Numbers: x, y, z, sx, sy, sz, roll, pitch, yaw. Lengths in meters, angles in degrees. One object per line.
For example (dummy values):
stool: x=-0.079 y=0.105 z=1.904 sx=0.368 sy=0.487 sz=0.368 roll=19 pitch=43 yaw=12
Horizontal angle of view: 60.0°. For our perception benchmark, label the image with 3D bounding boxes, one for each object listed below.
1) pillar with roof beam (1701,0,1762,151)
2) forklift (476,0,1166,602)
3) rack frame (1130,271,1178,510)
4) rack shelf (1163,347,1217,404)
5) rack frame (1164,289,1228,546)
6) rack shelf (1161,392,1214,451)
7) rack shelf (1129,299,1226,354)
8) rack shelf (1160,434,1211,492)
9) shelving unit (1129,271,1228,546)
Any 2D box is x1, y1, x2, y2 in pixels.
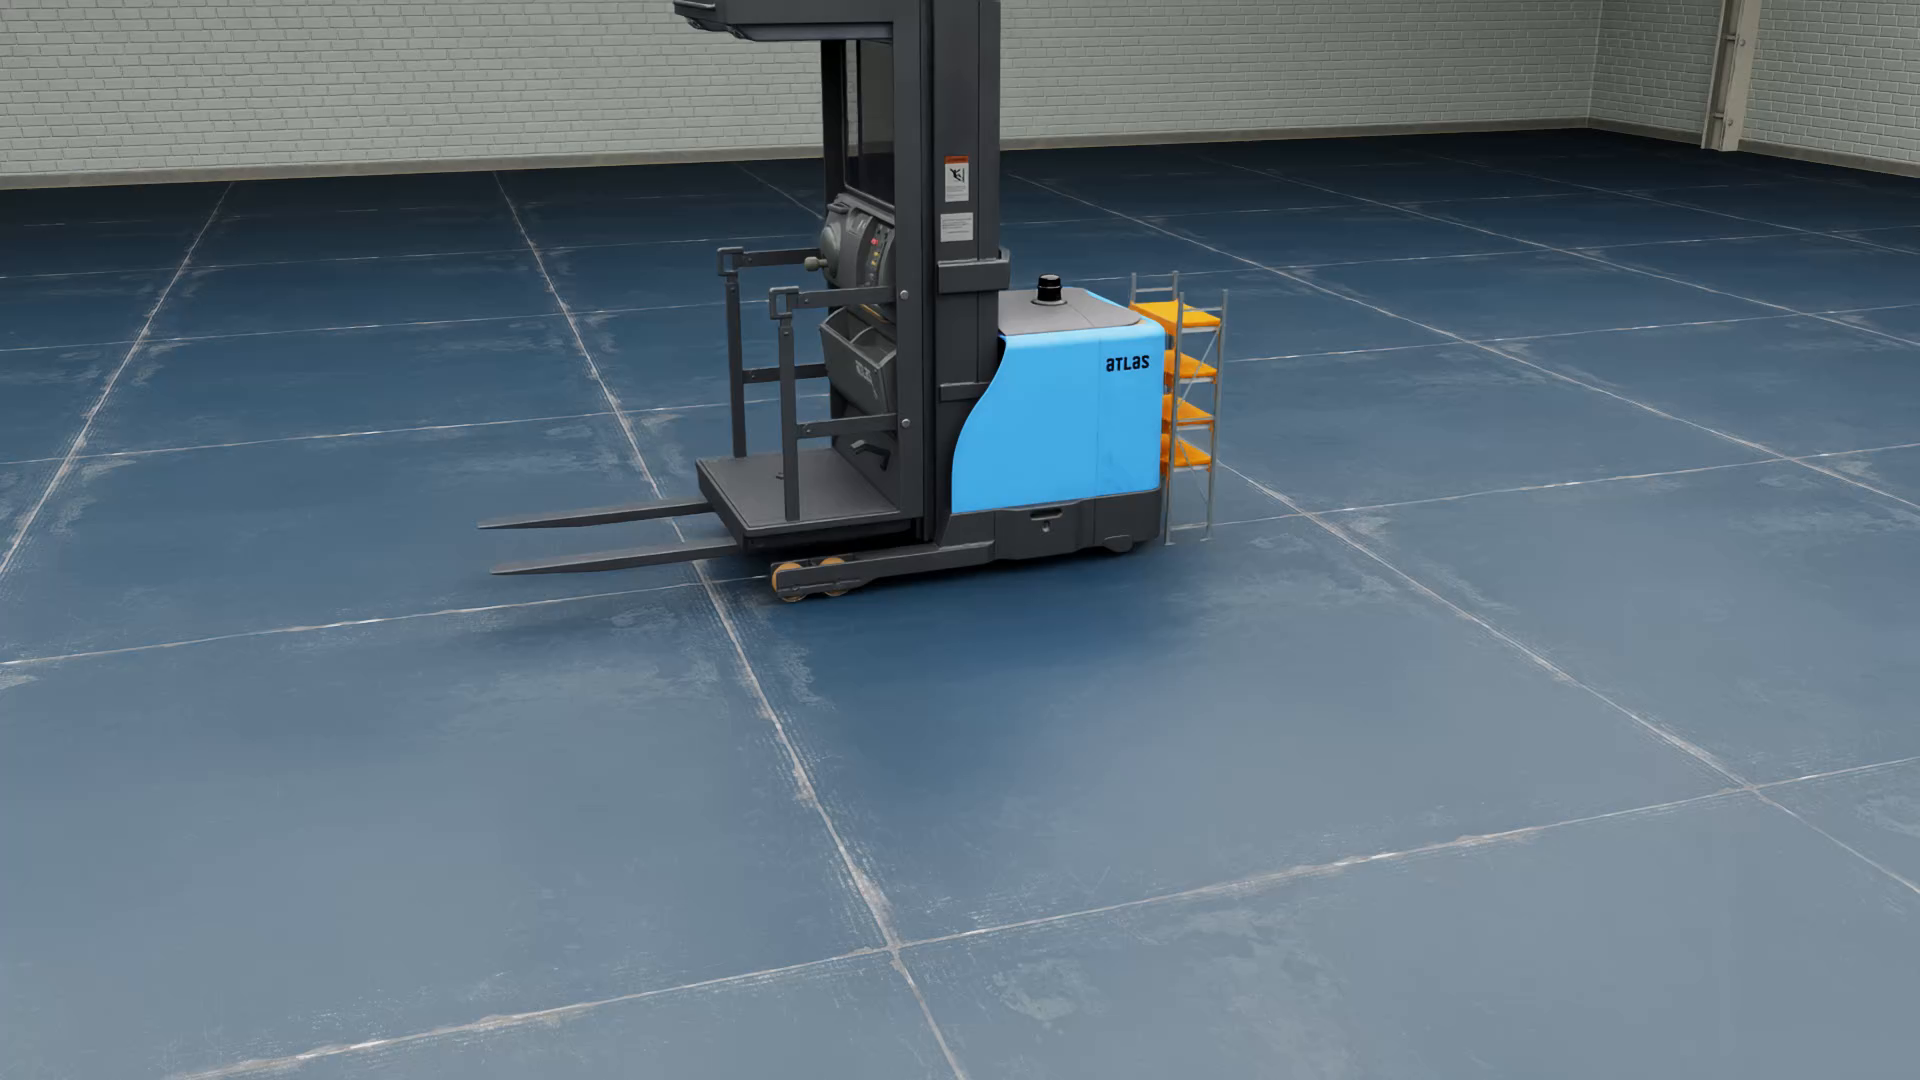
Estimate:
pillar with roof beam: x=6.372 y=-9.157 z=20.099 sx=9.100 sy=9.000 sz=0.400 roll=-6 pitch=21 yaw=-17
forklift: x=-0.635 y=-1.313 z=7.237 sx=3.031 sy=2.935 sz=1.130 roll=-7 pitch=21 yaw=-19
rack frame: x=0.918 y=-0.709 z=8.108 sx=0.240 sy=1.200 sz=0.015 roll=-6 pitch=21 yaw=-19
rack shelf: x=1.004 y=-0.779 z=7.840 sx=0.258 sy=0.148 sz=0.480 roll=-6 pitch=21 yaw=-19
rack frame: x=1.086 y=-0.554 z=7.677 sx=0.240 sy=1.200 sz=0.015 roll=-6 pitch=21 yaw=-19
rack shelf: x=1.001 y=-0.568 z=7.915 sx=0.258 sy=0.148 sz=0.480 roll=-6 pitch=21 yaw=-19
rack shelf: x=1.007 y=-1.002 z=7.762 sx=0.258 sy=0.148 sz=0.480 roll=-6 pitch=21 yaw=-19
rack shelf: x=0.998 y=-0.381 z=7.981 sx=0.258 sy=0.148 sz=0.480 roll=-6 pitch=21 yaw=-19
shelving unit: x=1.002 y=-0.631 z=7.893 sx=0.258 sy=1.200 sz=0.503 roll=-6 pitch=21 yaw=-19
